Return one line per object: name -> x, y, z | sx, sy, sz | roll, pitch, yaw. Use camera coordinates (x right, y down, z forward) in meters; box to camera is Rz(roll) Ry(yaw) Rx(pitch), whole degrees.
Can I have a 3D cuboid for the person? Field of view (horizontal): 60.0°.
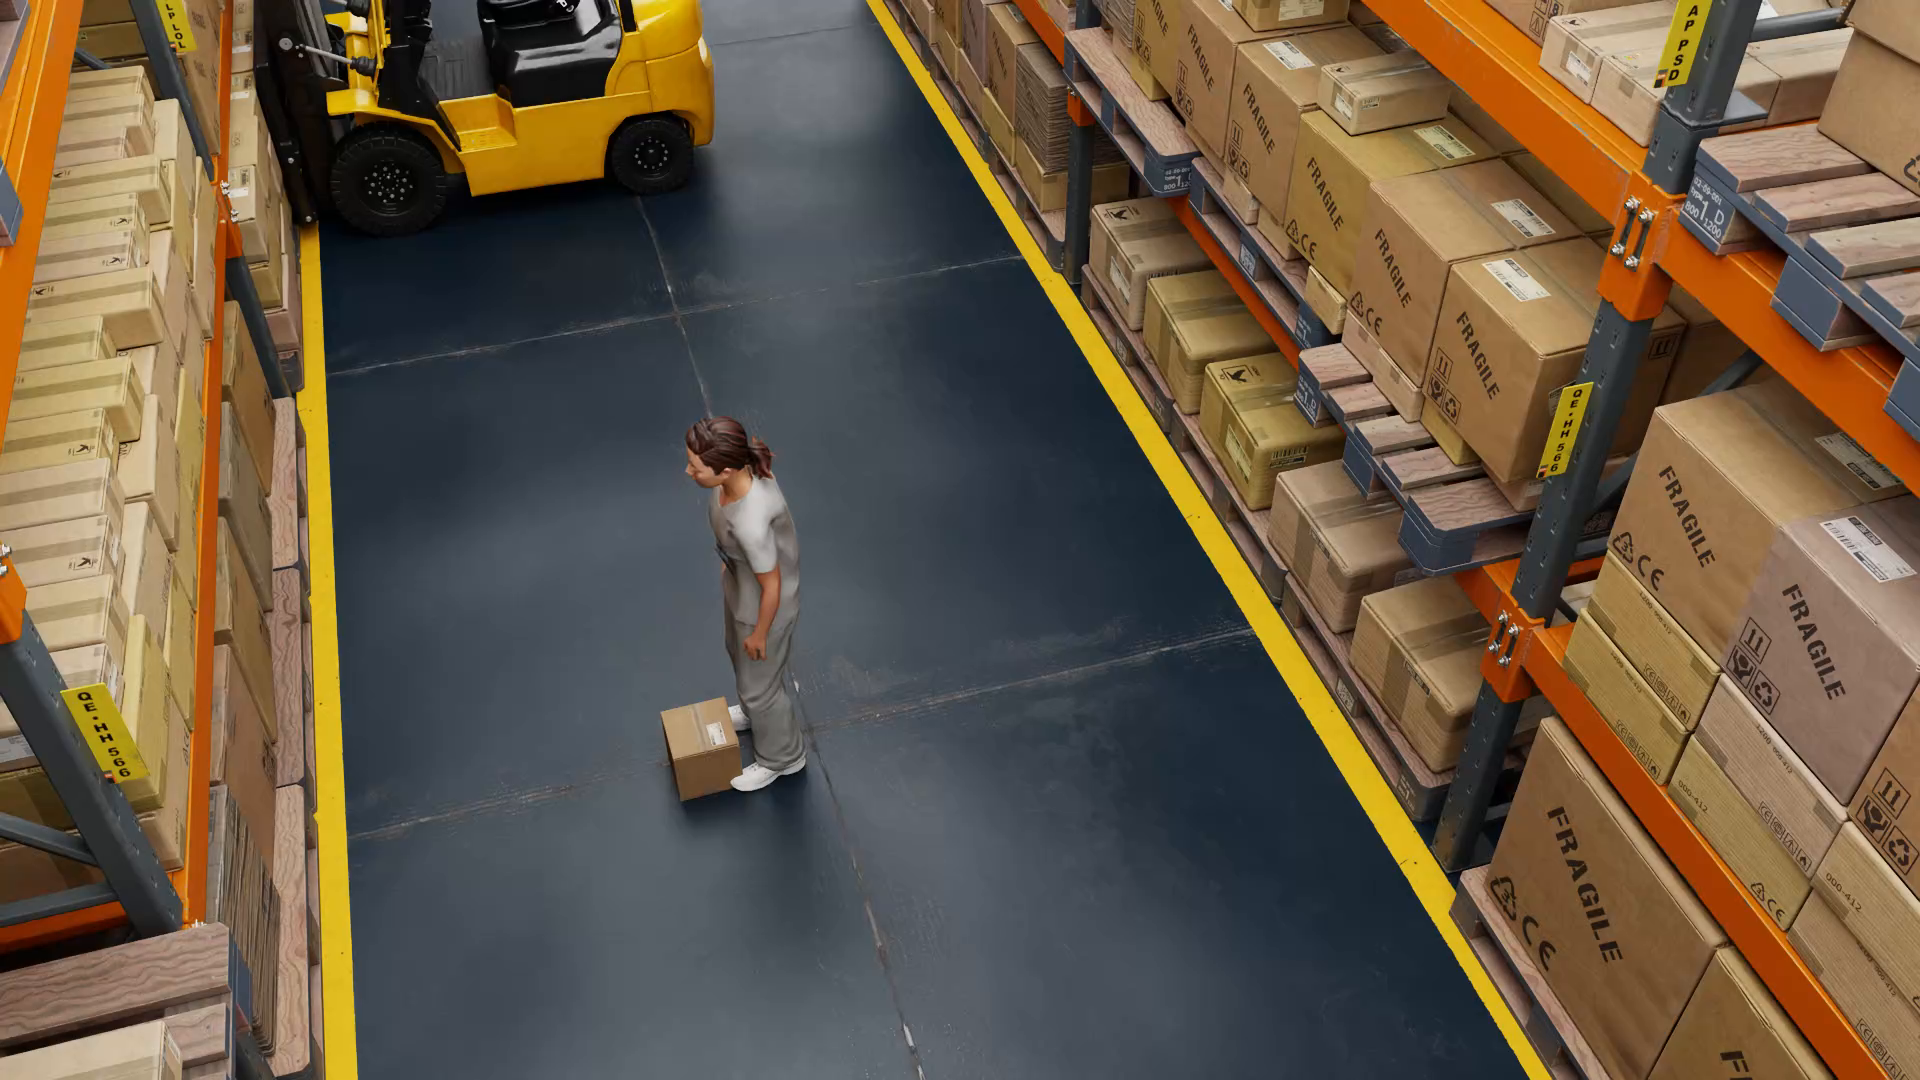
person -> -0.748, 0.212, 5.930 | 0.360, 1.672, 0.486 | -13, 44, -14
